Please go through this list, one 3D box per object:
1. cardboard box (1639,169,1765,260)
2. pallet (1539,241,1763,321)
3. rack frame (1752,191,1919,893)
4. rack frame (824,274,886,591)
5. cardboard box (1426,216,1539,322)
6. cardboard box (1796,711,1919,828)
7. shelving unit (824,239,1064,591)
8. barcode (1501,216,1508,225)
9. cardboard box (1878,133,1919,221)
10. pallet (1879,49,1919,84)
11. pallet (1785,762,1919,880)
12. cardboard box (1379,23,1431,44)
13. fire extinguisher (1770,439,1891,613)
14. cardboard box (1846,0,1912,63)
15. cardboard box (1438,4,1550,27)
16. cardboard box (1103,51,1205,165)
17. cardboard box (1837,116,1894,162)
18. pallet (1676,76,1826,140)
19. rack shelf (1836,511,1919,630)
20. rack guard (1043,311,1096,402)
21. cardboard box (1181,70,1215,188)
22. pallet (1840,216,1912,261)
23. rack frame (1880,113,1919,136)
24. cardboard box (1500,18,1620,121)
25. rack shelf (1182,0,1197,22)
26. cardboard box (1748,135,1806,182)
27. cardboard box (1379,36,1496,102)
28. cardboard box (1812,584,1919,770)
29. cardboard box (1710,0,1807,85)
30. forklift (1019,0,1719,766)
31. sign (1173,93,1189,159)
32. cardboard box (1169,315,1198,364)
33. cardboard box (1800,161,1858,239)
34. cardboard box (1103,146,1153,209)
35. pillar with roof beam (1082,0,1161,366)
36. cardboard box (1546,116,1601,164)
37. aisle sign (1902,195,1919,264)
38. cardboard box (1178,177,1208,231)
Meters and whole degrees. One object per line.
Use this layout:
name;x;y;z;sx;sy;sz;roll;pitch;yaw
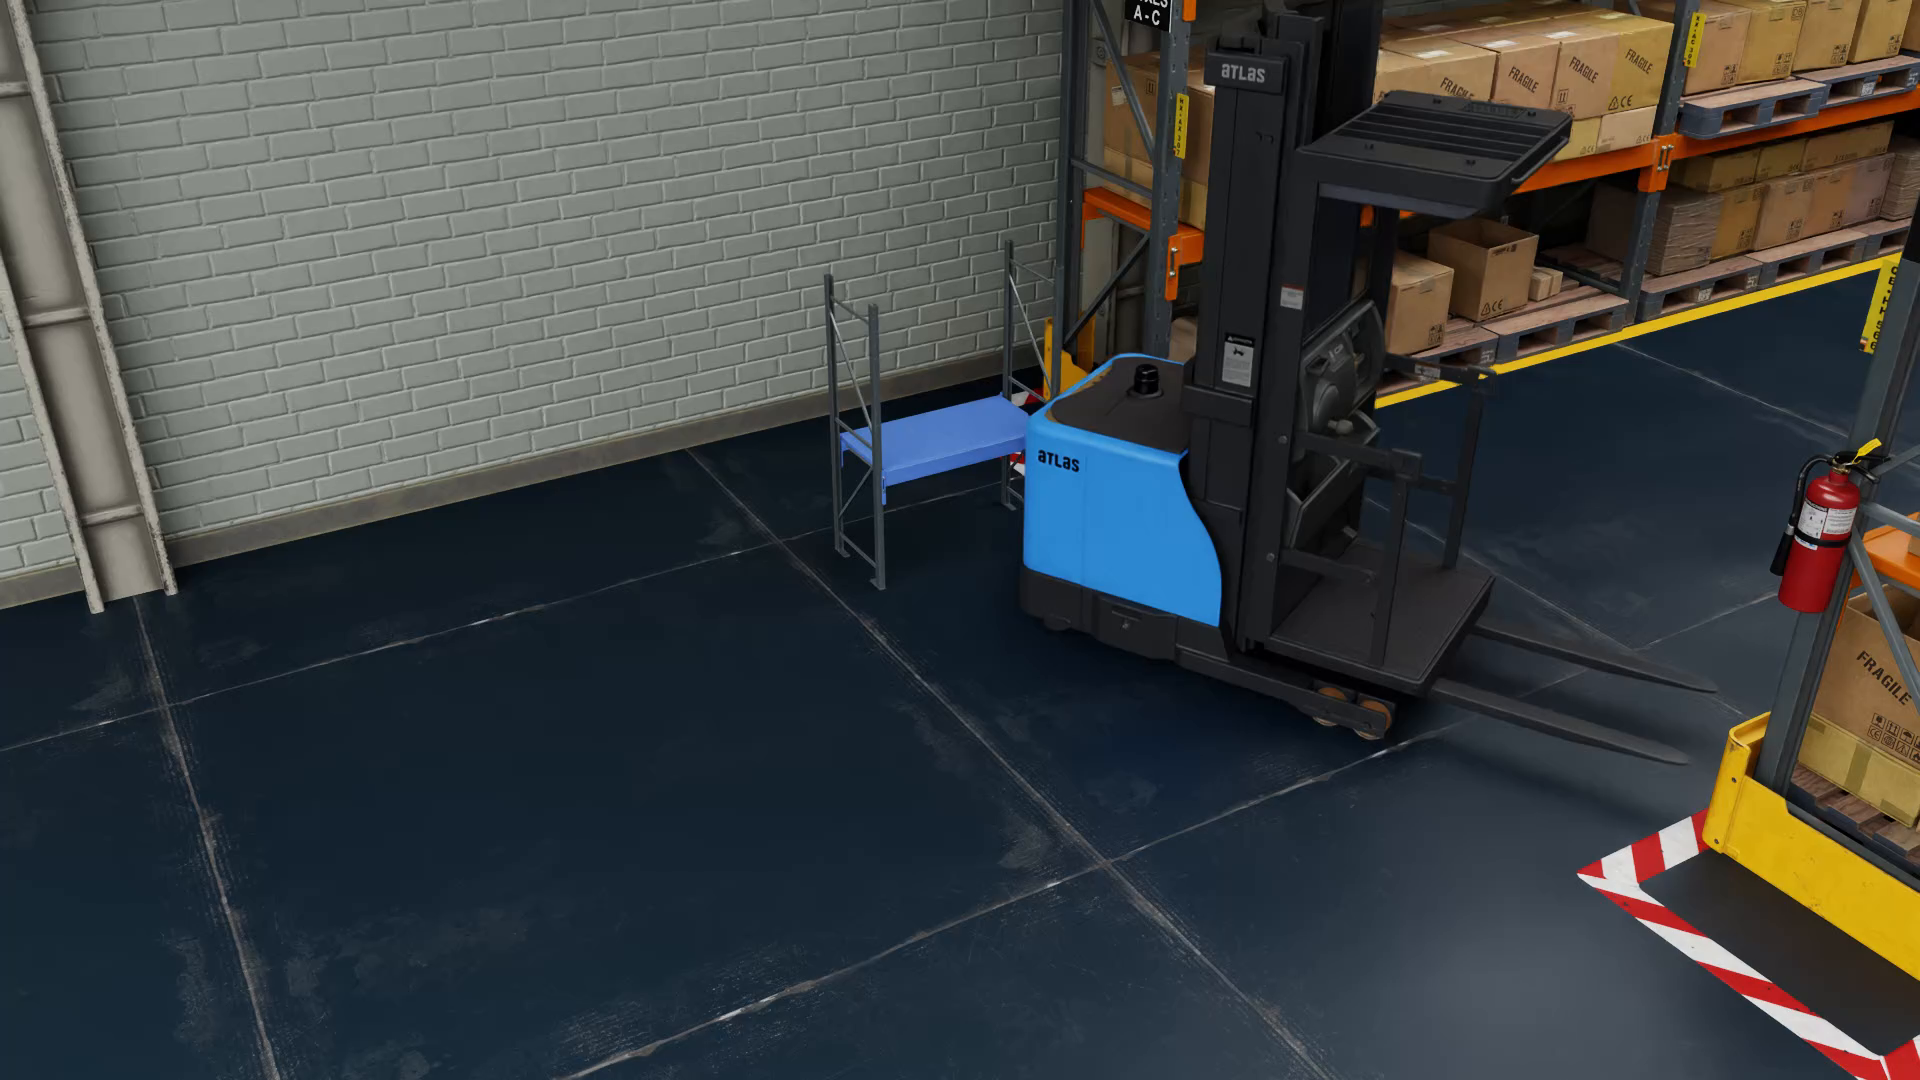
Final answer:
cardboard box;5.368;-2.415;12.153;0.500;0.500;0.700;-17;33;-27
pallet;4.993;-1.952;12.069;1.213;0.211;1.003;-16;33;-26
rack frame;3.386;0.060;5.537;0.127;3.000;1.000;-16;33;-26
rack frame;-0.512;-0.511;8.124;0.032;1.500;0.500;-16;33;-26
cardboard box;3.447;-1.809;11.056;0.500;0.500;0.500;-19;34;-30
cardboard box;3.699;0.826;6.561;0.500;0.250;0.500;-16;33;-26
shelving unit;-0.074;-0.636;8.350;1.048;1.500;0.538;-16;33;-26
barcode;3.735;-2.188;11.411;0.075;0.075;0.001;-16;33;-26
cardboard box;7.176;-2.861;12.962;0.500;0.500;0.700;-15;32;-26
pallet;7.210;-3.658;12.473;1.003;0.211;1.213;-16;33;-26
pallet;4.024;1.076;6.582;1.213;0.211;1.003;-16;33;-26
cardboard box;2.489;-2.849;10.166;0.500;0.500;0.500;-15;32;-26
fire extinguisher;3.049;-0.071;5.854;0.183;0.674;0.296;-16;33;-26
cardboard box;6.308;-3.764;11.907;0.500;0.500;0.700;-16;33;-26
cardboard box;3.363;-3.100;10.622;0.500;0.500;0.500;-16;33;-27
cardboard box;1.172;-2.478;9.494;0.500;0.500;0.500;-16;33;-27
cardboard box;6.653;-3.076;12.575;0.500;0.250;0.500;-15;32;-25
pallet;5.055;-3.024;11.324;1.213;0.211;1.003;-16;33;-26
rack shelf;5.111;-0.115;6.598;4.000;0.370;1.077;-16;33;-26
rack guard;0.939;-0.927;9.912;0.348;0.500;1.175;-16;33;-26
cardboard box;1.437;-2.266;9.110;0.500;0.500;0.500;-16;33;-26
pallet;7.096;-2.550;13.151;1.213;0.211;1.003;-16;33;-26
rack frame;7.771;-3.961;12.823;0.127;3.000;1.000;-16;33;-26
cardboard box;3.644;-2.884;10.230;0.500;0.500;0.500;-16;33;-27
rack shelf;2.598;-3.491;9.611;4.000;0.370;1.077;-16;33;-26
cardboard box;5.773;-2.834;12.136;0.500;0.250;0.500;-17;33;-28
cardboard box;2.756;-2.638;9.784;0.500;0.500;0.500;-15;32;-25
cardboard box;3.698;0.496;6.381;0.500;0.500;0.500;-16;33;-26
cardboard box;5.264;-3.463;11.361;0.500;0.500;0.700;-12;31;-21
forklift;1.805;-0.714;7.010;3.031;2.935;1.130;17;33;28
sign;1.148;-2.156;8.656;0.005;0.325;0.100;-16;33;-26
cardboard box;1.515;-1.150;10.057;0.500;0.311;0.500;-20;35;-32
cardboard box;6.259;-2.650;12.580;0.500;0.500;0.700;-16;33;-27
cardboard box;1.178;-2.141;9.660;0.500;0.250;0.500;-15;32;-26
pillar with roof beam;3.220;-3.368;5.539;0.400;9.000;9.100;-16;33;-26
cardboard box;3.633;-2.564;10.427;0.500;0.250;0.500;-16;33;-26
aisle sign;3.181;-1.185;5.101;0.004;0.787;0.394;-16;33;-26
cardboard box;1.455;-1.933;9.283;0.500;0.250;0.500;-17;33;-28
